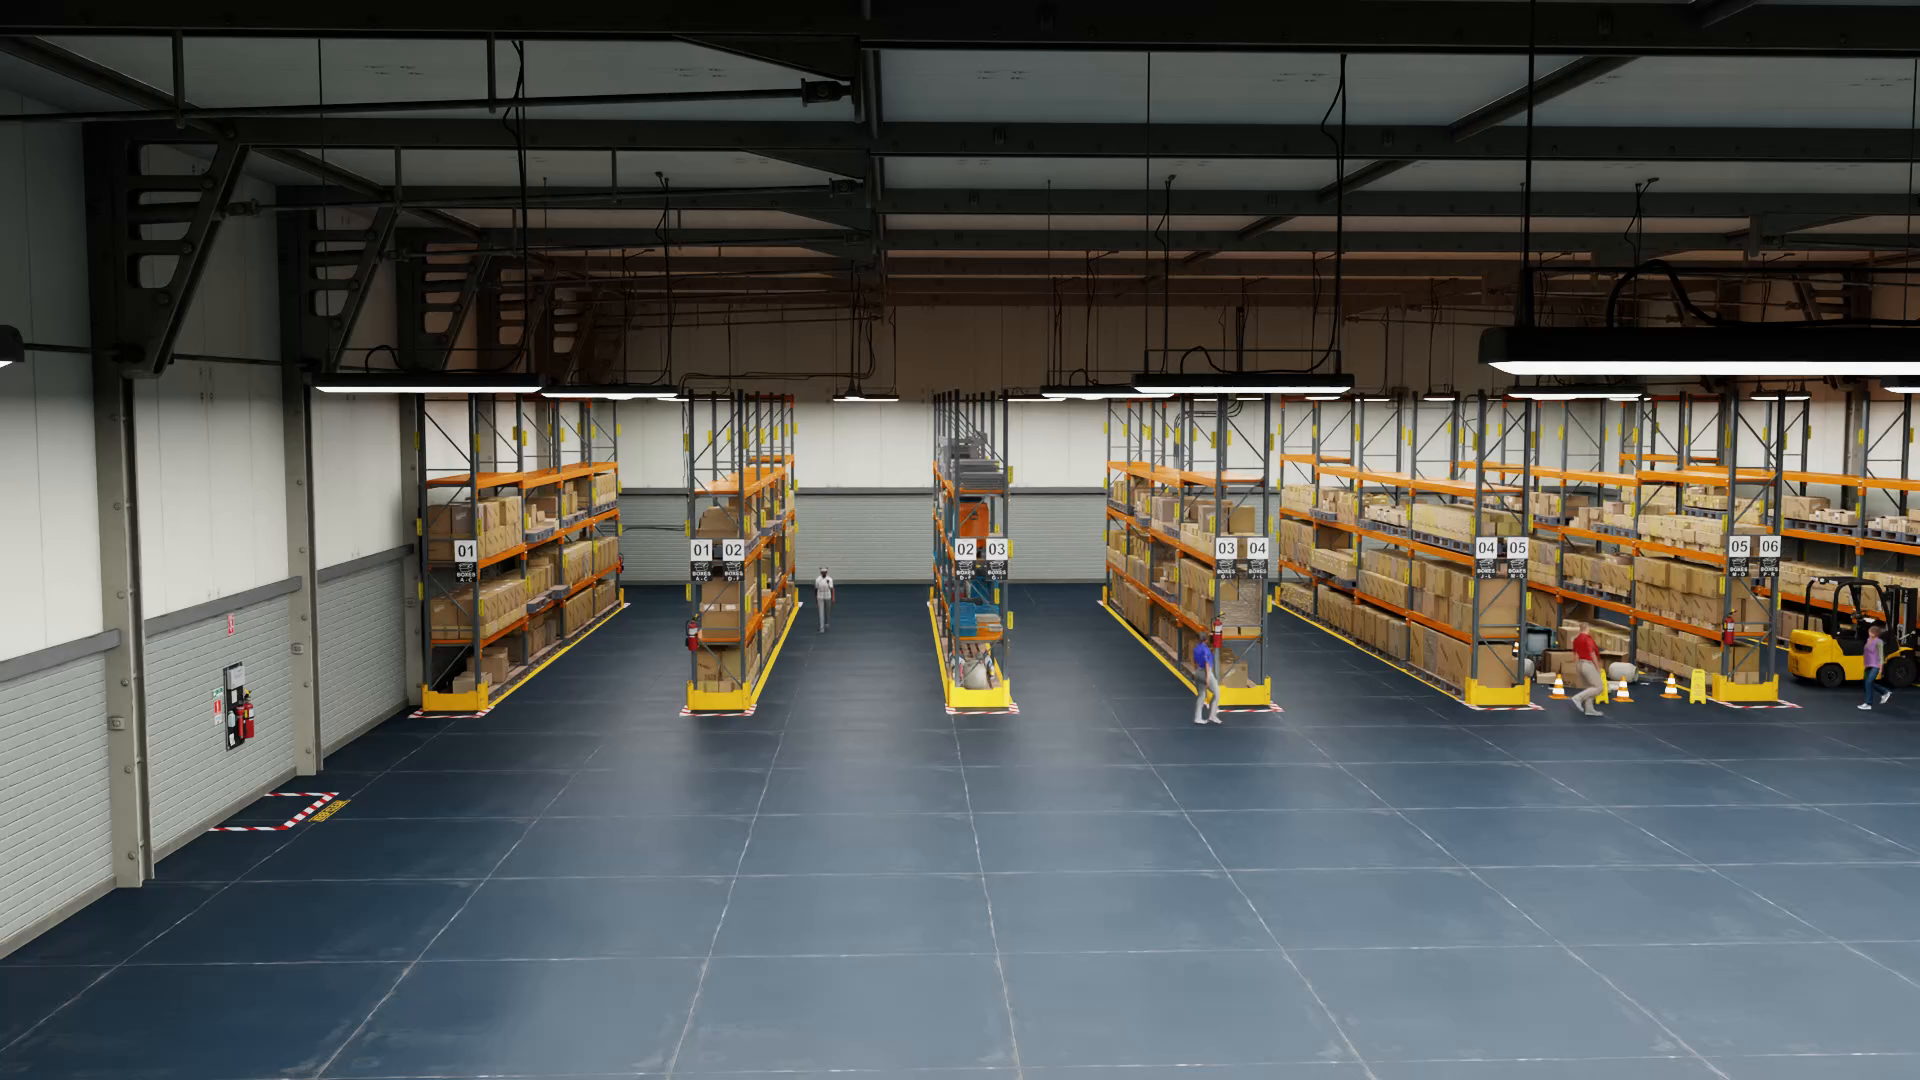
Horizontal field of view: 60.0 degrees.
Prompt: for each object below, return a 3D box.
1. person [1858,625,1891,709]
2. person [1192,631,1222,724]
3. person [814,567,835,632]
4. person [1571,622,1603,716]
[{"bbox_3d":[17.188,2.380,31.181,0.755,1.569,0.419,-1,5,-9],"label":"person"},{"bbox_3d":[4.413,2.472,29.846,0.505,1.681,0.471,-3,6,-34],"label":"person"},{"bbox_3d":[-3.422,1.469,41.958,0.504,1.628,1.033,0,5,-5],"label":"person"},{"bbox_3d":[11.492,2.373,30.499,0.666,1.716,0.585,-1,5,-9],"label":"person"}]
